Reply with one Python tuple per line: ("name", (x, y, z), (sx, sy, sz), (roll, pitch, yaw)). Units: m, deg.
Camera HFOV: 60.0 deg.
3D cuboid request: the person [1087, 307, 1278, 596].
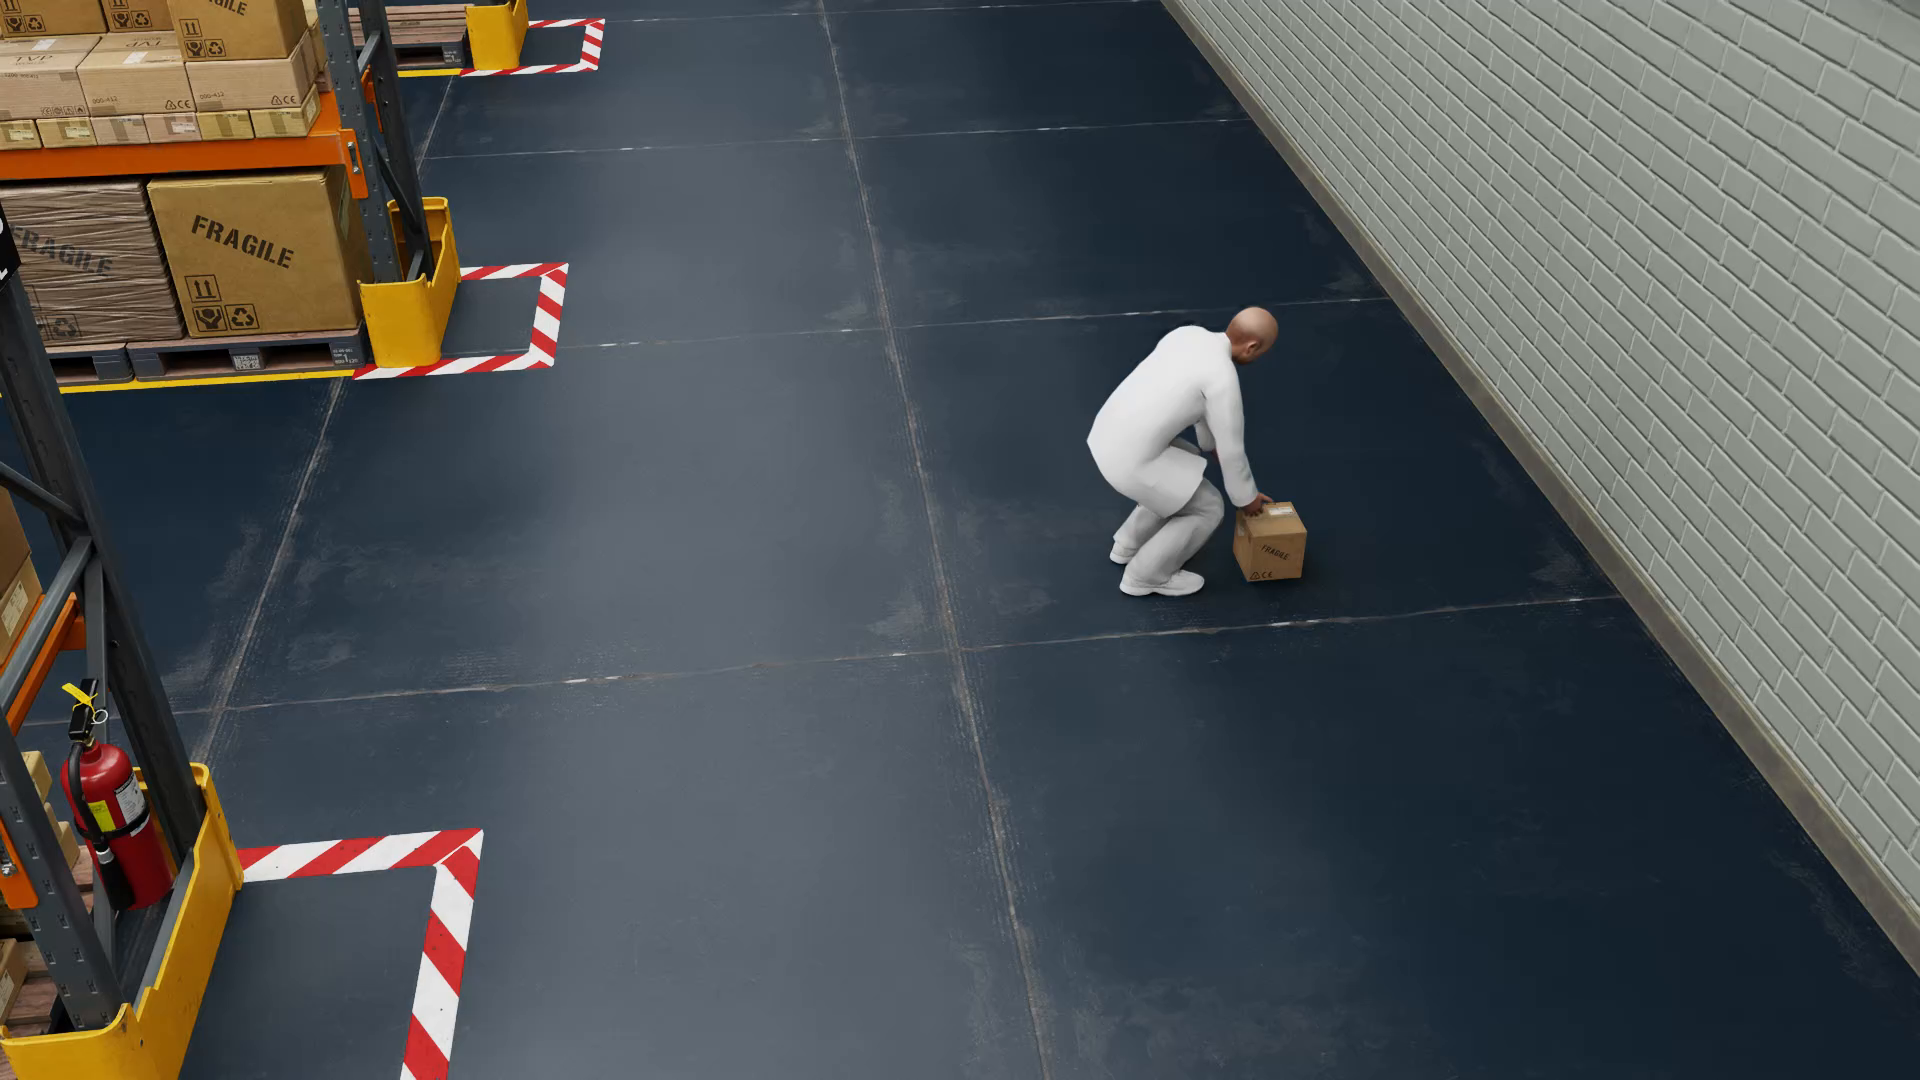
("person", (0.940, -0.400, 7.195), (0.793, 1.271, 0.631), (-4, 35, -6))
